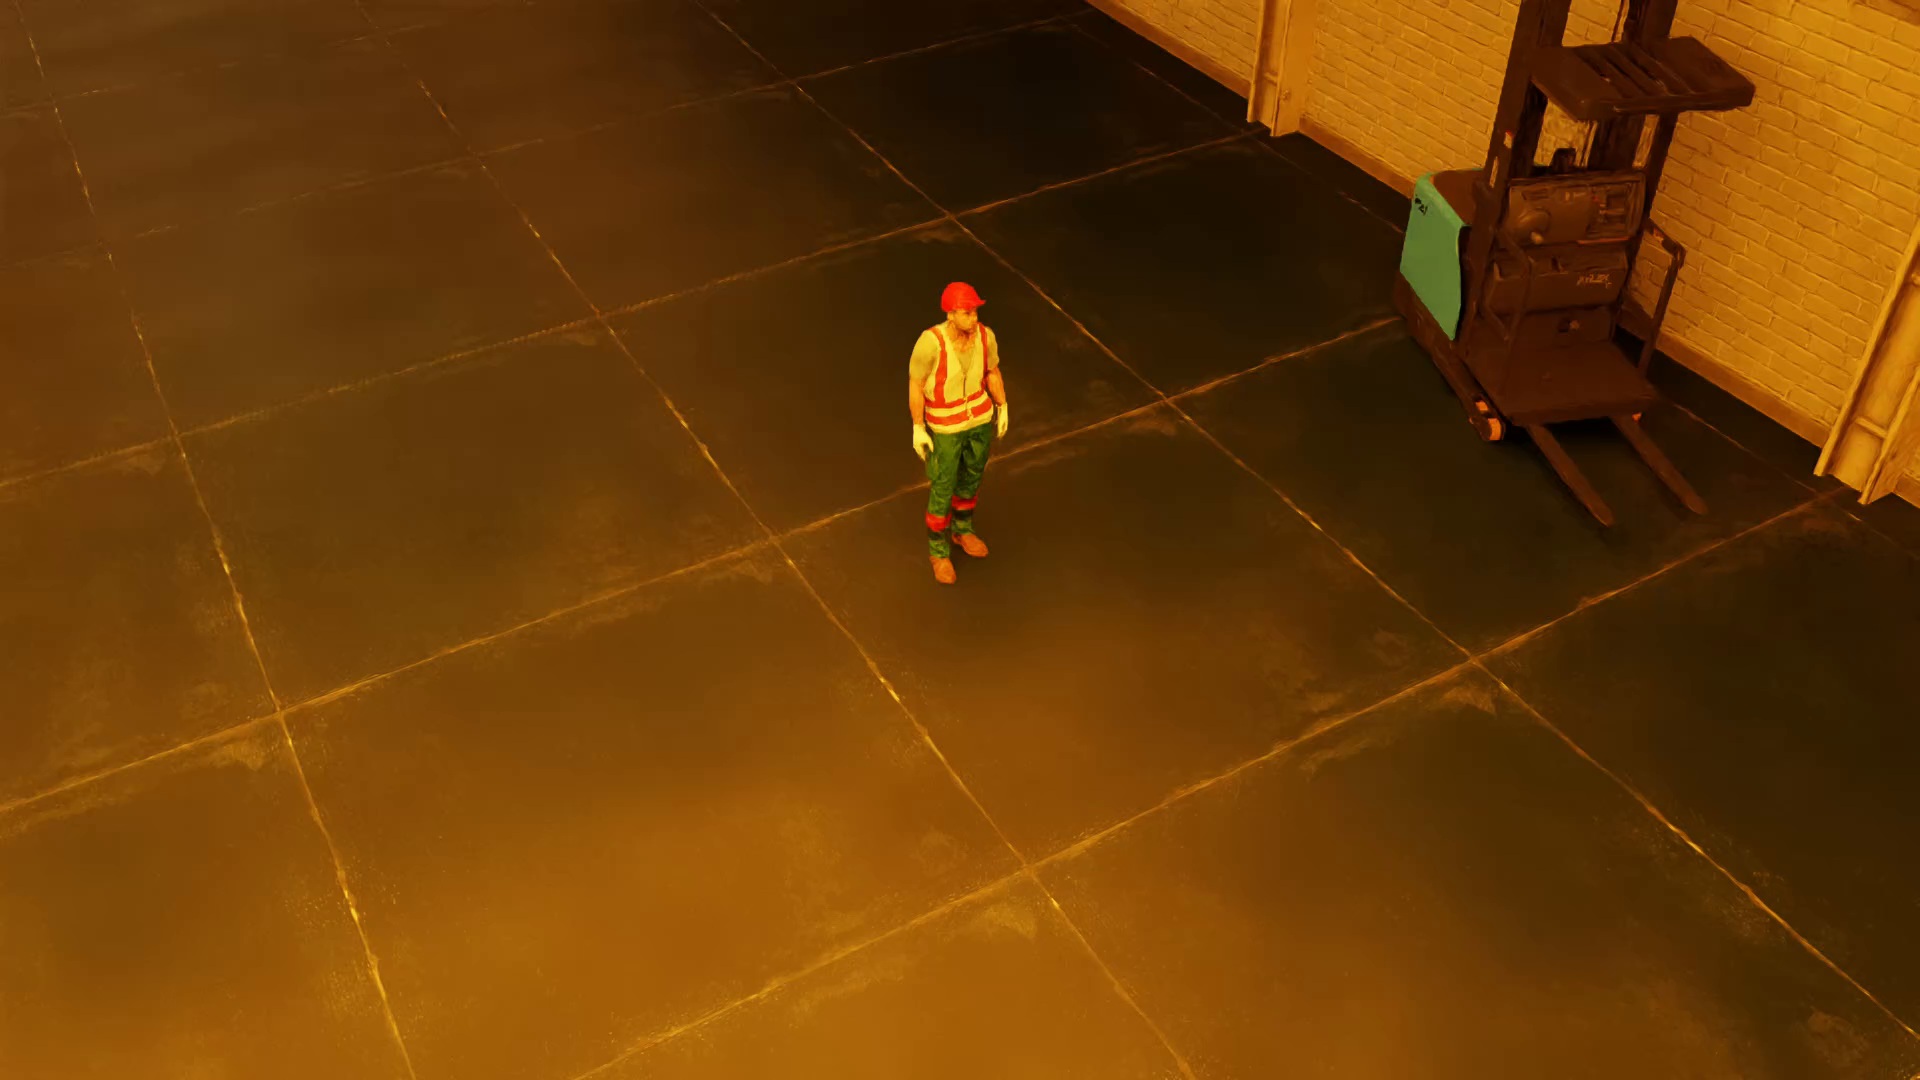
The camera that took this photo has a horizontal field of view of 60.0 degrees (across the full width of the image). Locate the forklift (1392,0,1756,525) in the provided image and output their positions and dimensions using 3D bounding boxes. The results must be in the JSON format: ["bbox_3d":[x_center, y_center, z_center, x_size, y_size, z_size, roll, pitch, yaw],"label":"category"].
[{"bbox_3d":[3.984,-2.037,10.492,1.130,2.935,3.031,-7,40,-8],"label":"forklift"}]

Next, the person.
[{"bbox_3d":[0.031,-0.646,9.699,0.637,1.787,0.563,-20,44,-23],"label":"person"}]
